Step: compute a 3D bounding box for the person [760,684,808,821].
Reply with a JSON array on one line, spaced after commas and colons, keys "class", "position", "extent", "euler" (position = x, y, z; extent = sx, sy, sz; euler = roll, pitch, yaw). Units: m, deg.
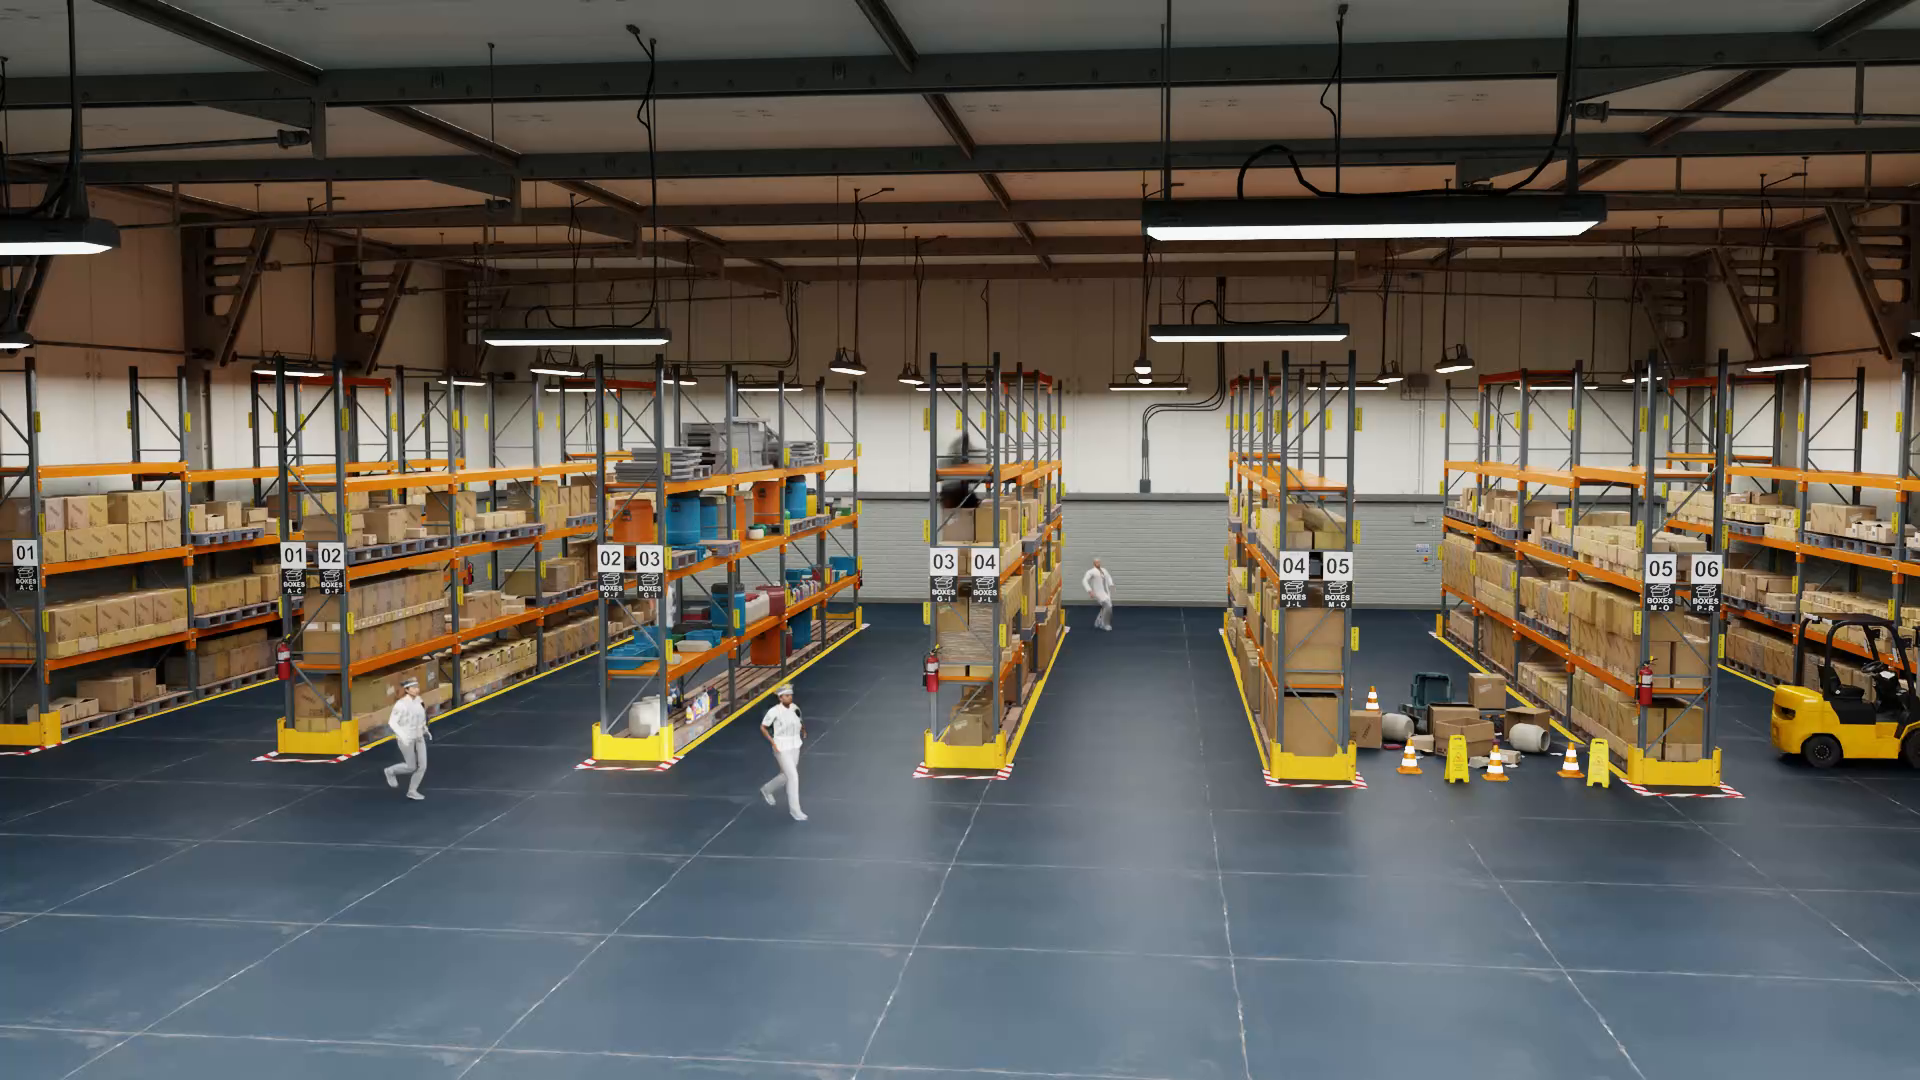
[{"class": "person", "position": [-2.228, 2.666, 21.181], "extent": [0.843, 1.710, 0.571], "euler": [4, 5, 42]}]

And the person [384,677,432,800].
[{"class": "person", "position": [-7.371, 2.623, 22.141], "extent": [0.593, 1.648, 0.580], "euler": [2, 5, 30]}]

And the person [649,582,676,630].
[{"class": "person", "position": [-6.356, 1.605, 35.831], "extent": [0.662, 1.741, 0.607], "euler": [0, 4, -5]}]

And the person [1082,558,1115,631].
[{"class": "person", "position": [3.416, 1.325, 40.065], "extent": [0.650, 1.780, 0.758], "euler": [4, 6, 43]}]
